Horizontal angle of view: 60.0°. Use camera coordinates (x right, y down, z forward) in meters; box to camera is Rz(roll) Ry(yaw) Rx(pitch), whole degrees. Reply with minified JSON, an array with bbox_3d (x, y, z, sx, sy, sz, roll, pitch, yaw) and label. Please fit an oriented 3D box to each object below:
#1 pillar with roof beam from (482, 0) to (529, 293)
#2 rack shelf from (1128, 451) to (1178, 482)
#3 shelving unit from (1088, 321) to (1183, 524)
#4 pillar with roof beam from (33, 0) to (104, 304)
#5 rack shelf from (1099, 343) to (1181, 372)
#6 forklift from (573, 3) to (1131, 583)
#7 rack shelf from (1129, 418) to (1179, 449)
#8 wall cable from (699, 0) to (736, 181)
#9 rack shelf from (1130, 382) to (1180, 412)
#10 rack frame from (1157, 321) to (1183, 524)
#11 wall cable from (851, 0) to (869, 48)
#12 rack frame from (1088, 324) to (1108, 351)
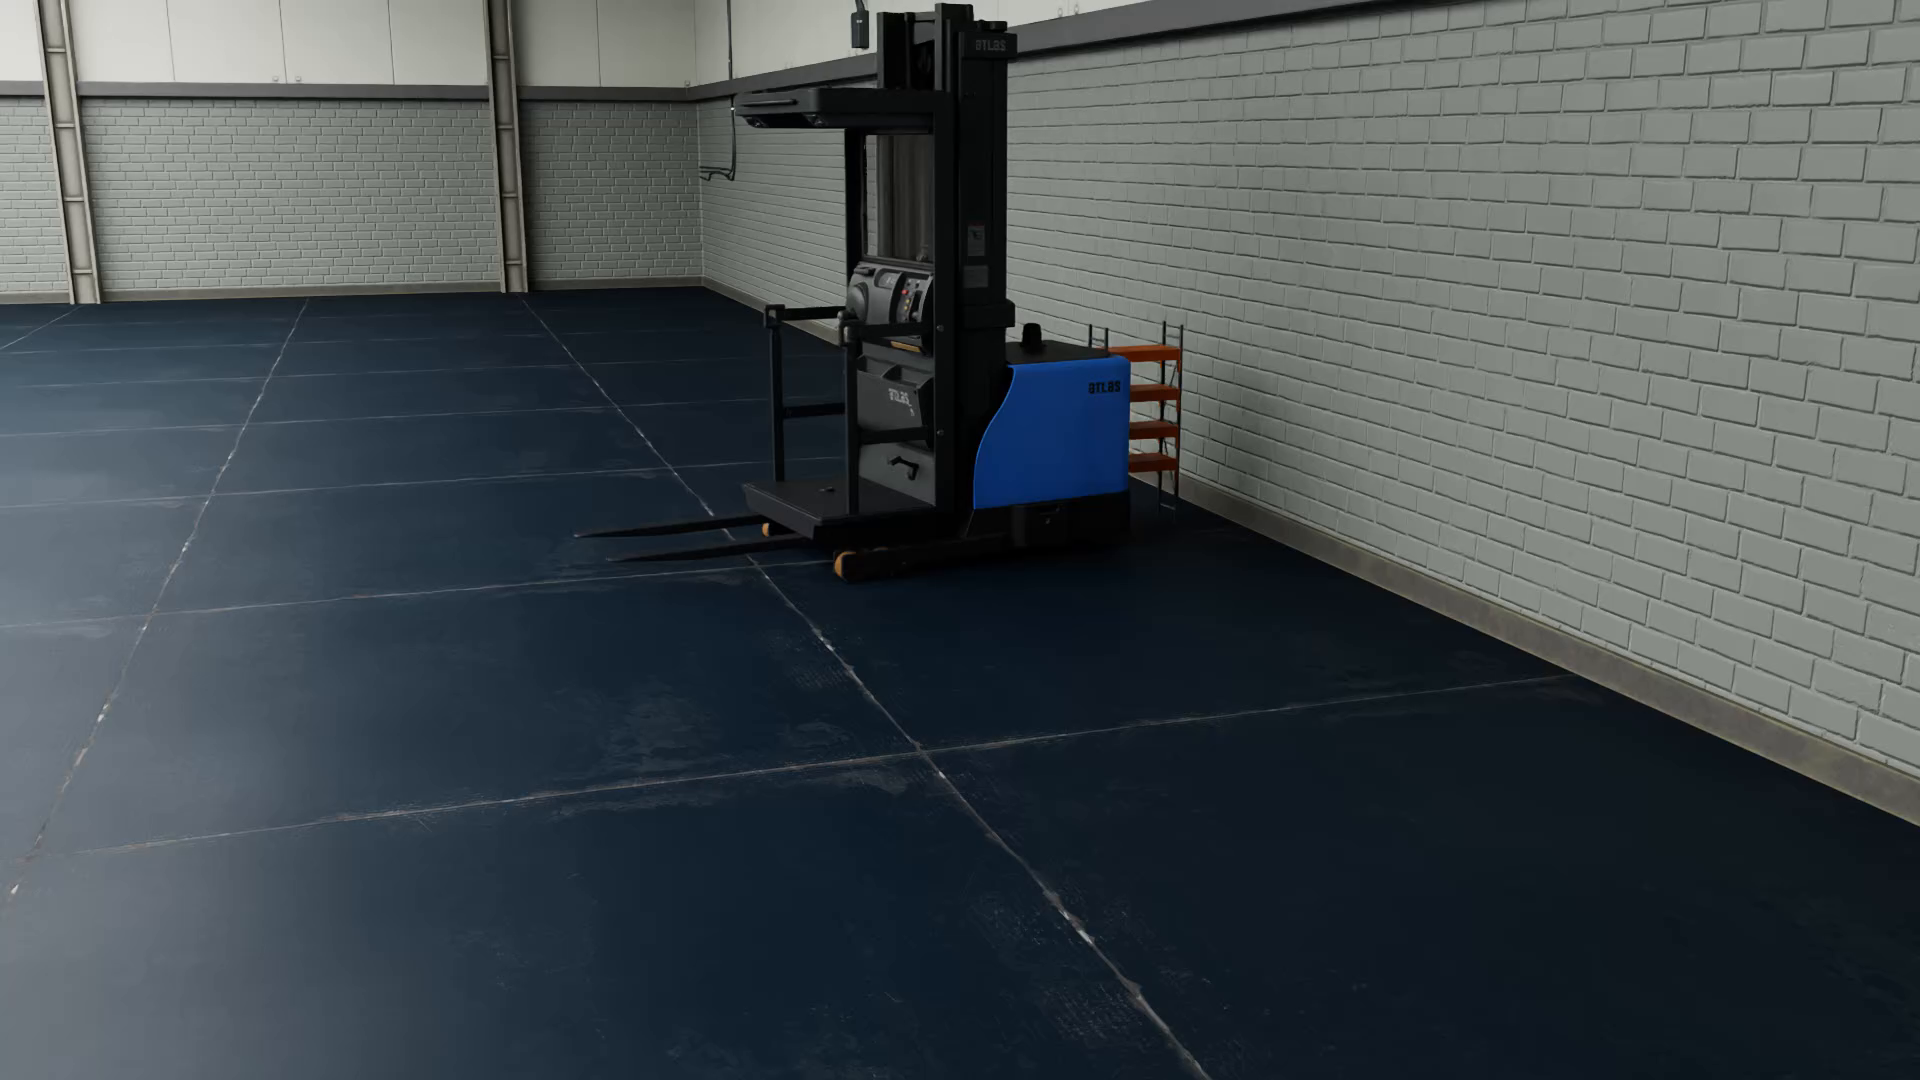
[{"bbox_3d":[-5.573,-7.309,20.923,0.400,9.000,9.100,-4,14,-18],"label":"pillar with roof beam"},{"bbox_3d":[1.038,-0.429,10.003,0.480,0.148,0.258,-5,14,-20],"label":"rack shelf"},{"bbox_3d":[1.038,-0.688,9.942,0.503,1.200,0.258,-5,14,-20],"label":"shelving unit"},{"bbox_3d":[-11.259,-6.866,19.062,0.400,9.000,9.100,-4,14,-18],"label":"pillar with roof beam"},{"bbox_3d":[1.038,-1.071,9.852,0.480,0.148,0.258,-5,14,-20],"label":"rack shelf"},{"bbox_3d":[-0.566,-1.342,8.952,3.031,2.935,1.130,-7,15,-28],"label":"forklift"},{"bbox_3d":[1.038,-0.623,9.957,0.480,0.148,0.258,-5,14,-20],"label":"rack shelf"},{"bbox_3d":[-3.732,-6.670,24.947,0.112,2.526,3.097,-4,14,-18],"label":"wall cable"},{"bbox_3d":[1.038,-0.840,9.906,0.480,0.148,0.258,-5,14,-20],"label":"rack shelf"},{"bbox_3d":[1.267,-0.708,10.026,0.015,1.200,0.240,-5,14,-20],"label":"rack frame"},{"bbox_3d":[-0.719,-7.752,15.436,0.169,6.003,2.305,-4,14,-18],"label":"wall cable"},{"bbox_3d":[0.810,-0.668,9.858,0.015,1.200,0.240,-5,14,-20],"label":"rack frame"}]
